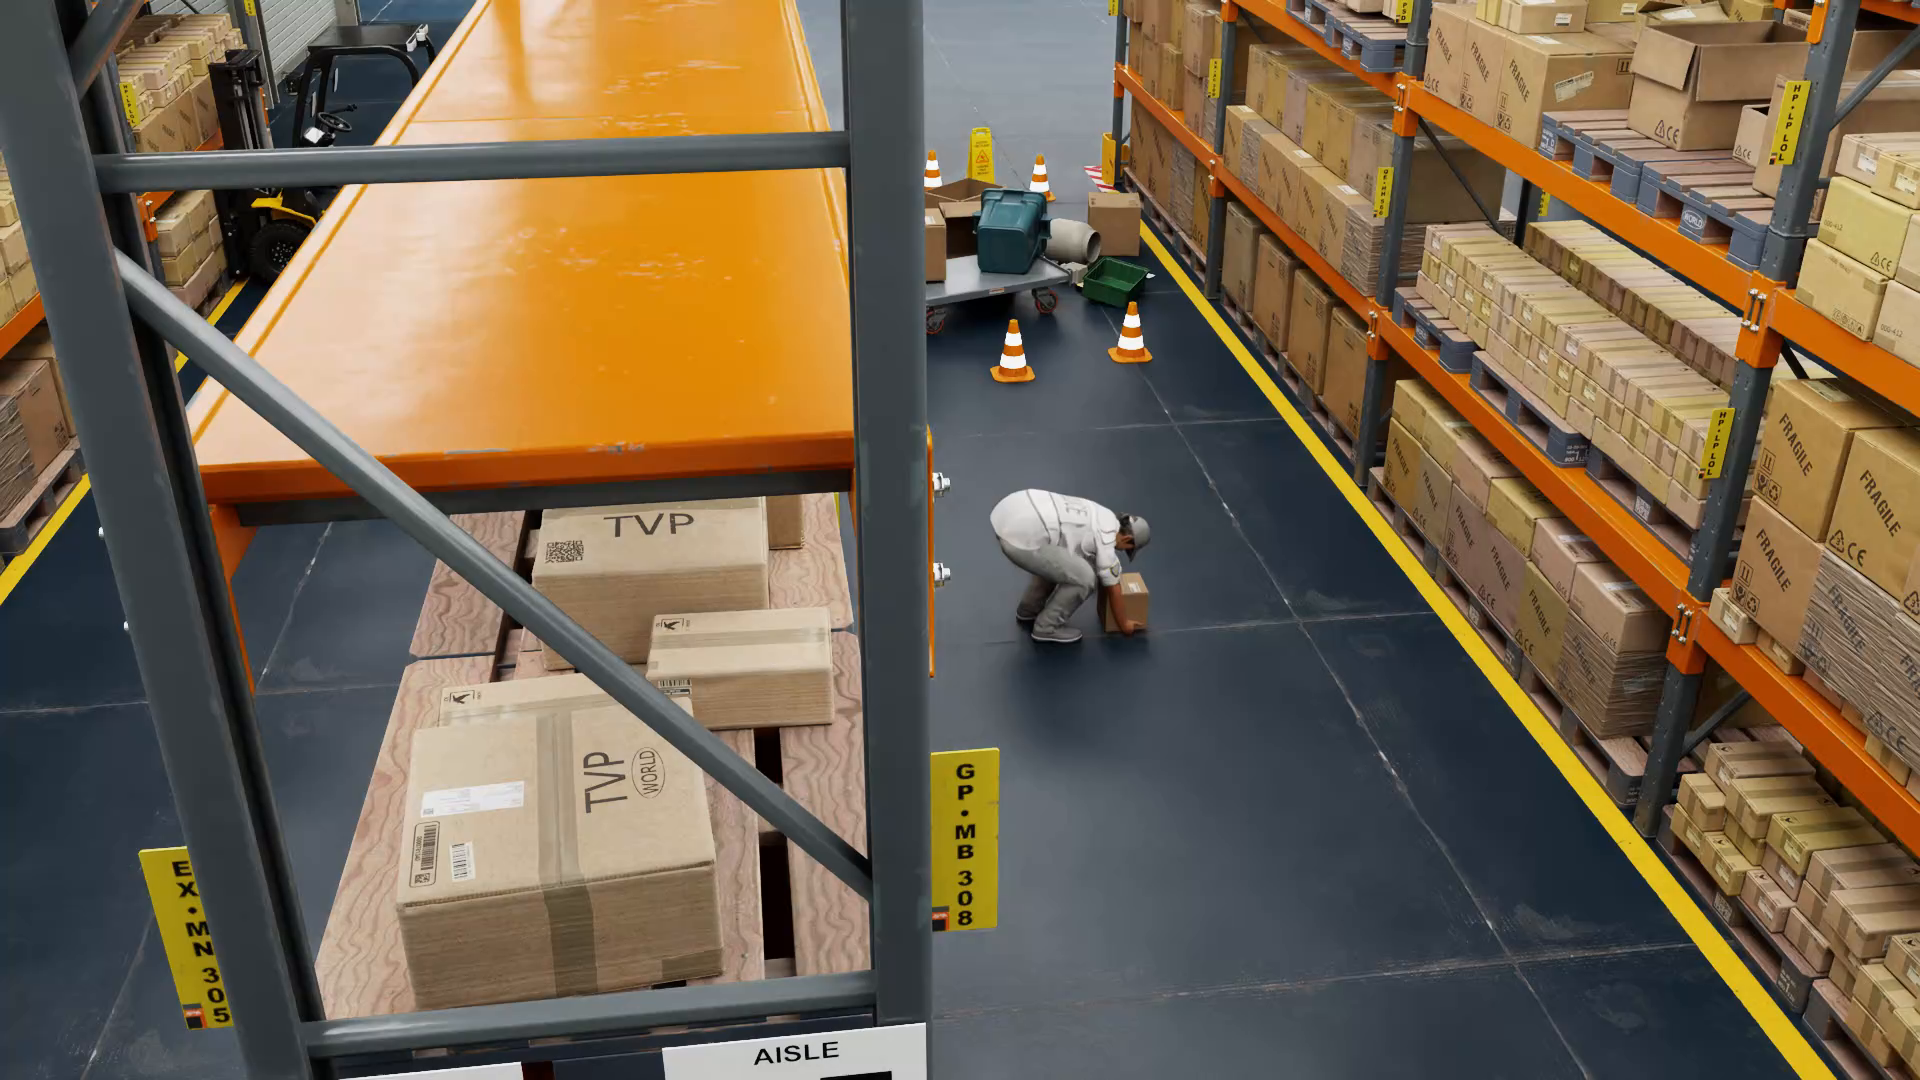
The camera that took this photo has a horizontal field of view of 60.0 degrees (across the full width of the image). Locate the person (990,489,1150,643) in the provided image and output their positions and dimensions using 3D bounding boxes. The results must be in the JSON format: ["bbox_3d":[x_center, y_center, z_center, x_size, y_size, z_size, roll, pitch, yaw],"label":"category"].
[{"bbox_3d":[0.646,0.123,9.699,0.937,0.886,0.513,-5,28,-9],"label":"person"}]
